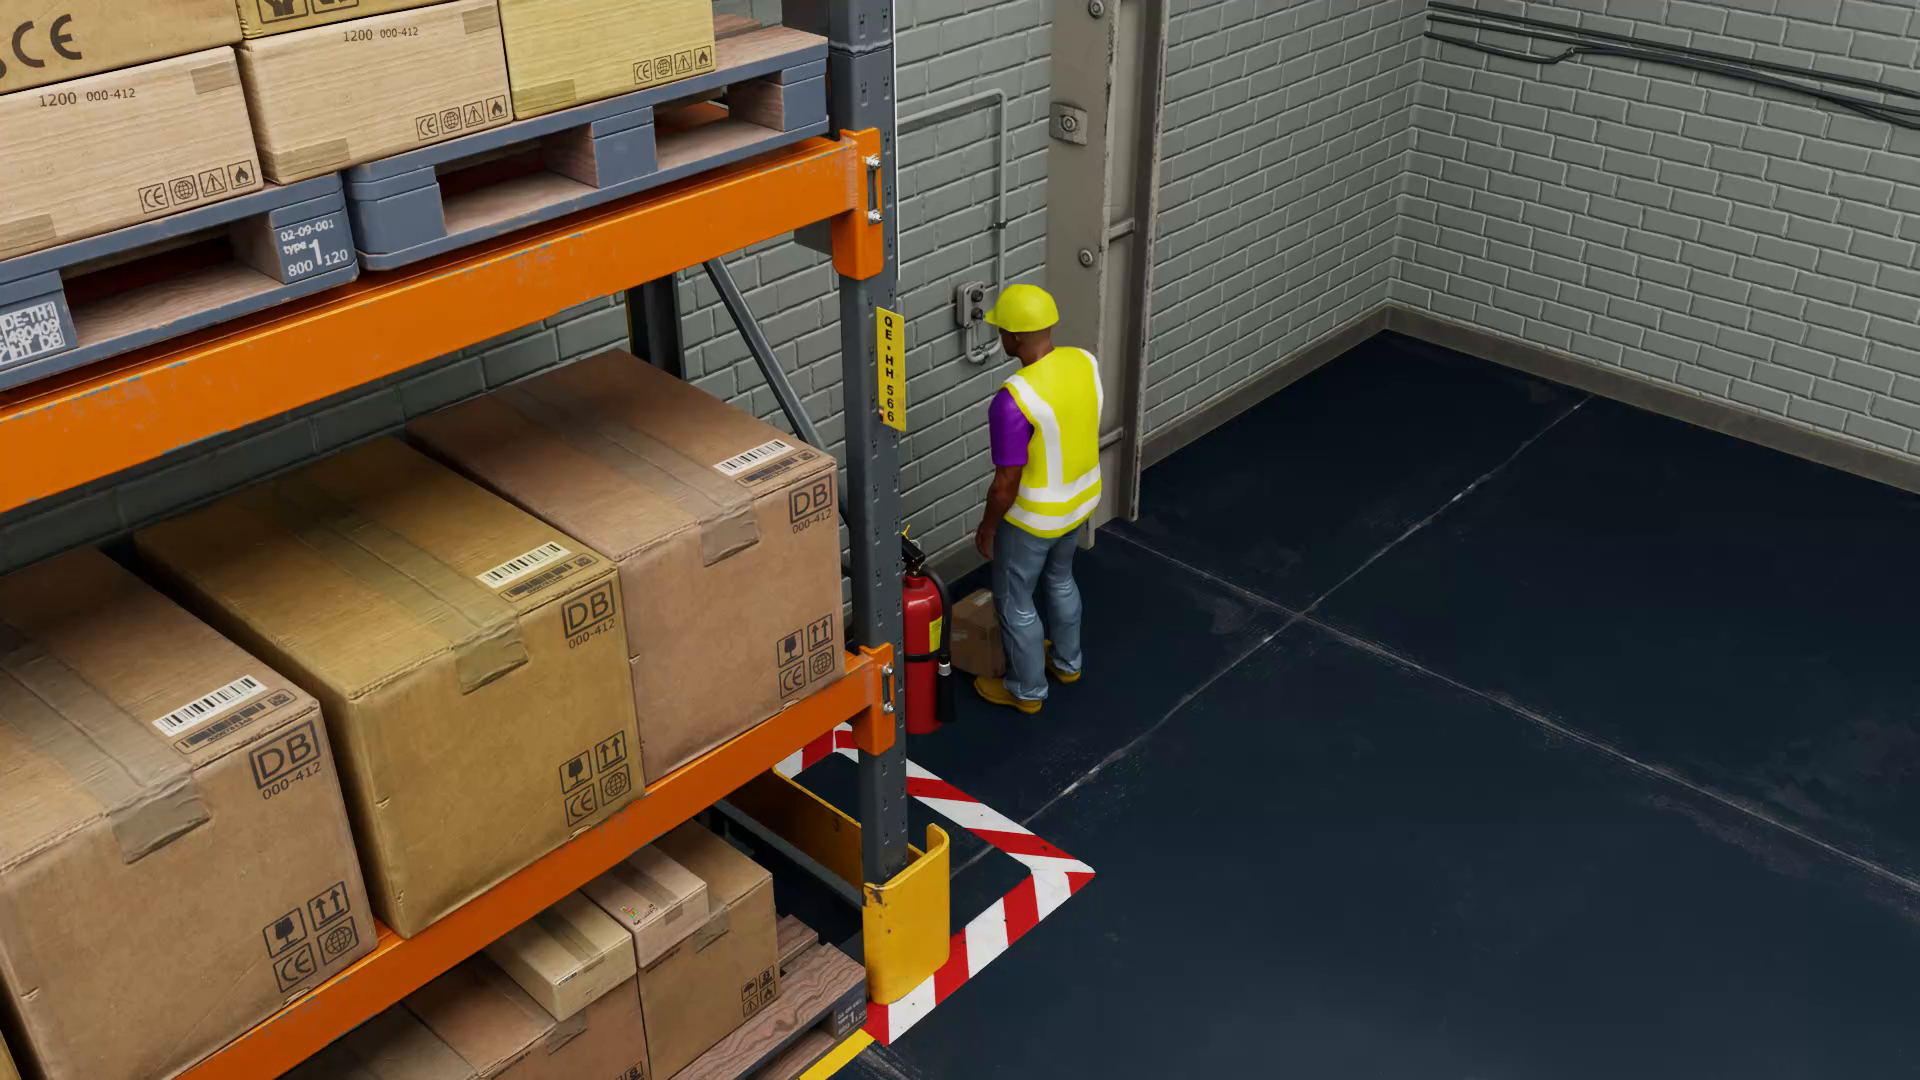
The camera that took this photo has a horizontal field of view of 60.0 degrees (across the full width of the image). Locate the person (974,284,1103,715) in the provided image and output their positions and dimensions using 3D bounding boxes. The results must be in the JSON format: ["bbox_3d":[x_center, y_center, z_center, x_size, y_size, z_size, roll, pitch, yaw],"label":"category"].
[{"bbox_3d":[0.292,-0.141,6.352,0.449,1.758,0.606,24,38,34],"label":"person"}]
